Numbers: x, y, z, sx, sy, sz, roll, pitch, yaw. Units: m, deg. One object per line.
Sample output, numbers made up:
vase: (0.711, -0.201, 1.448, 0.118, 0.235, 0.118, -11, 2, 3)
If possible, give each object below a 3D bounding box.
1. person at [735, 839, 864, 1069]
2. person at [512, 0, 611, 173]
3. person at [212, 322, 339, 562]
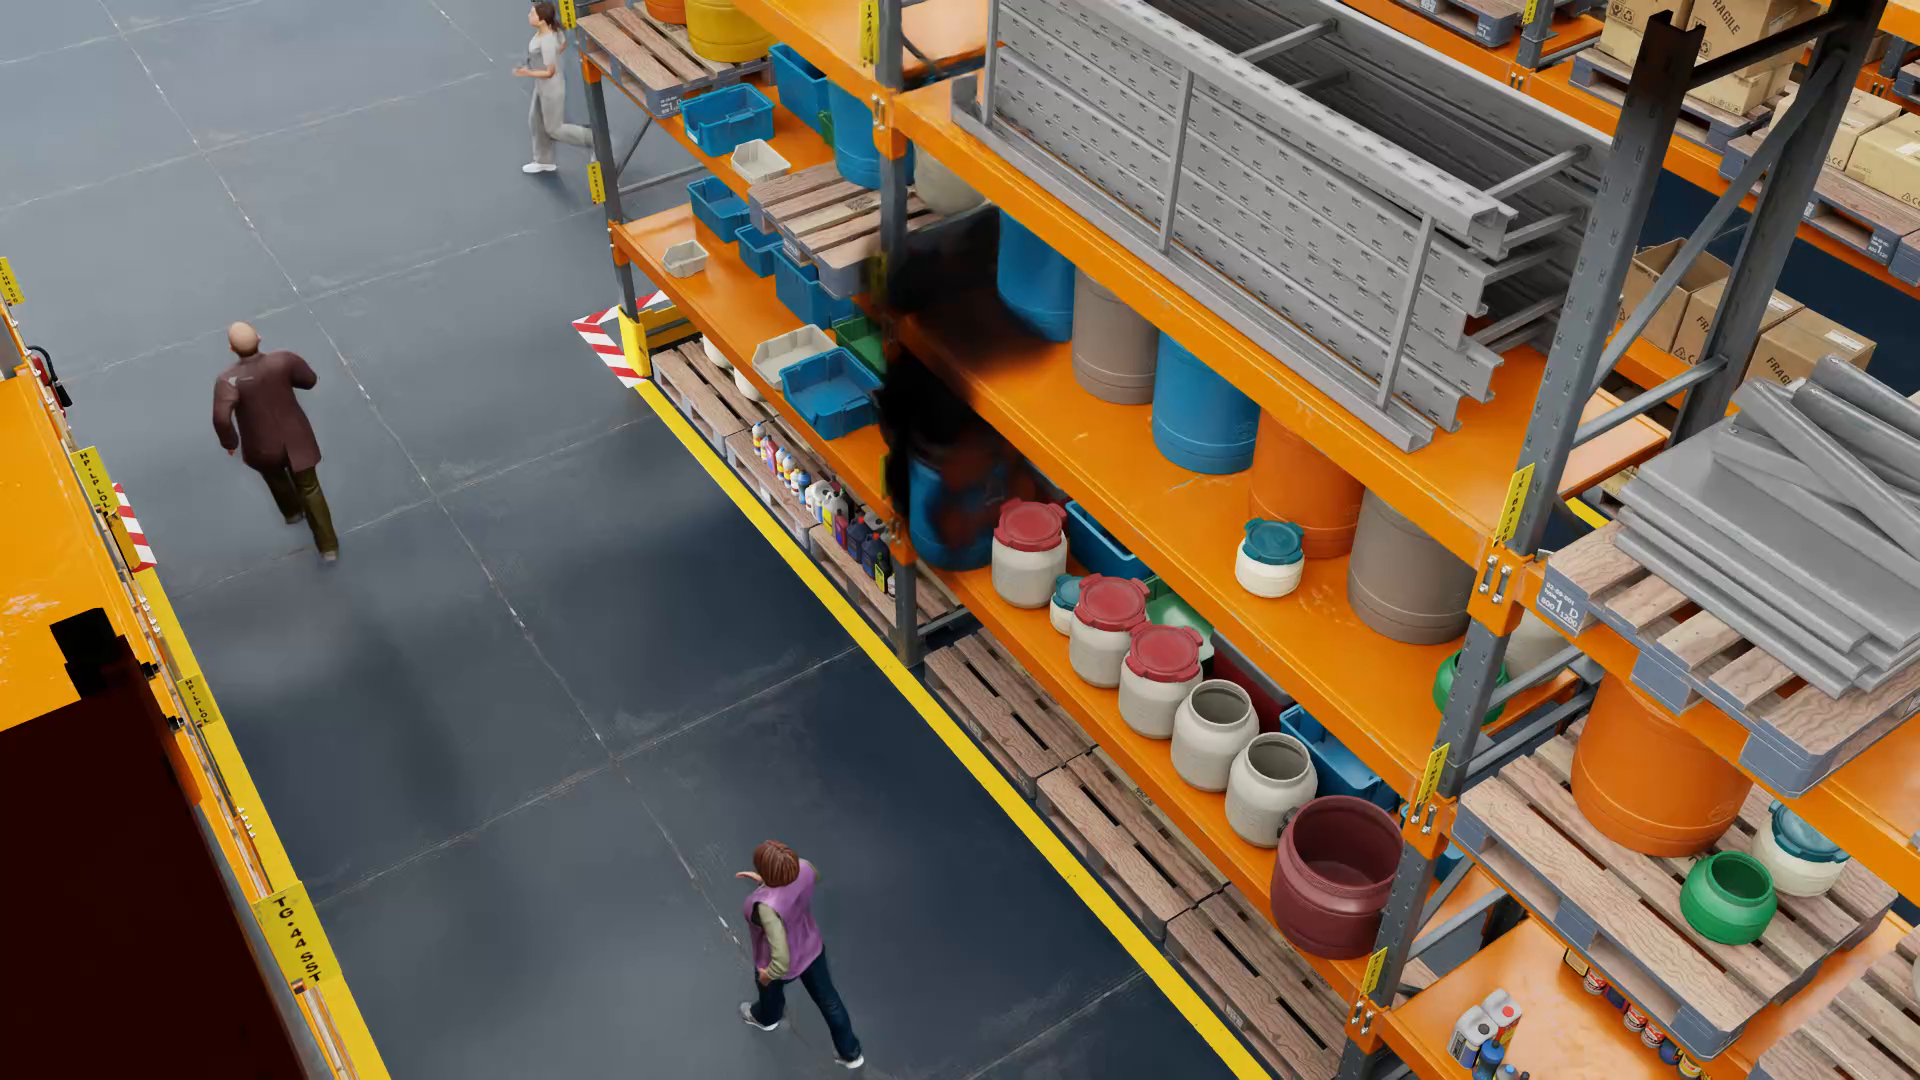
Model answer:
person: (-0.814, 1.991, 7.989, 0.774, 1.595, 0.575, 26, 49, 26)
person: (-3.674, -4.073, 14.971, 0.792, 1.639, 0.577, -8, 43, -8)
person: (-4.449, -0.617, 10.906, 0.733, 1.854, 0.952, -27, 49, -26)
